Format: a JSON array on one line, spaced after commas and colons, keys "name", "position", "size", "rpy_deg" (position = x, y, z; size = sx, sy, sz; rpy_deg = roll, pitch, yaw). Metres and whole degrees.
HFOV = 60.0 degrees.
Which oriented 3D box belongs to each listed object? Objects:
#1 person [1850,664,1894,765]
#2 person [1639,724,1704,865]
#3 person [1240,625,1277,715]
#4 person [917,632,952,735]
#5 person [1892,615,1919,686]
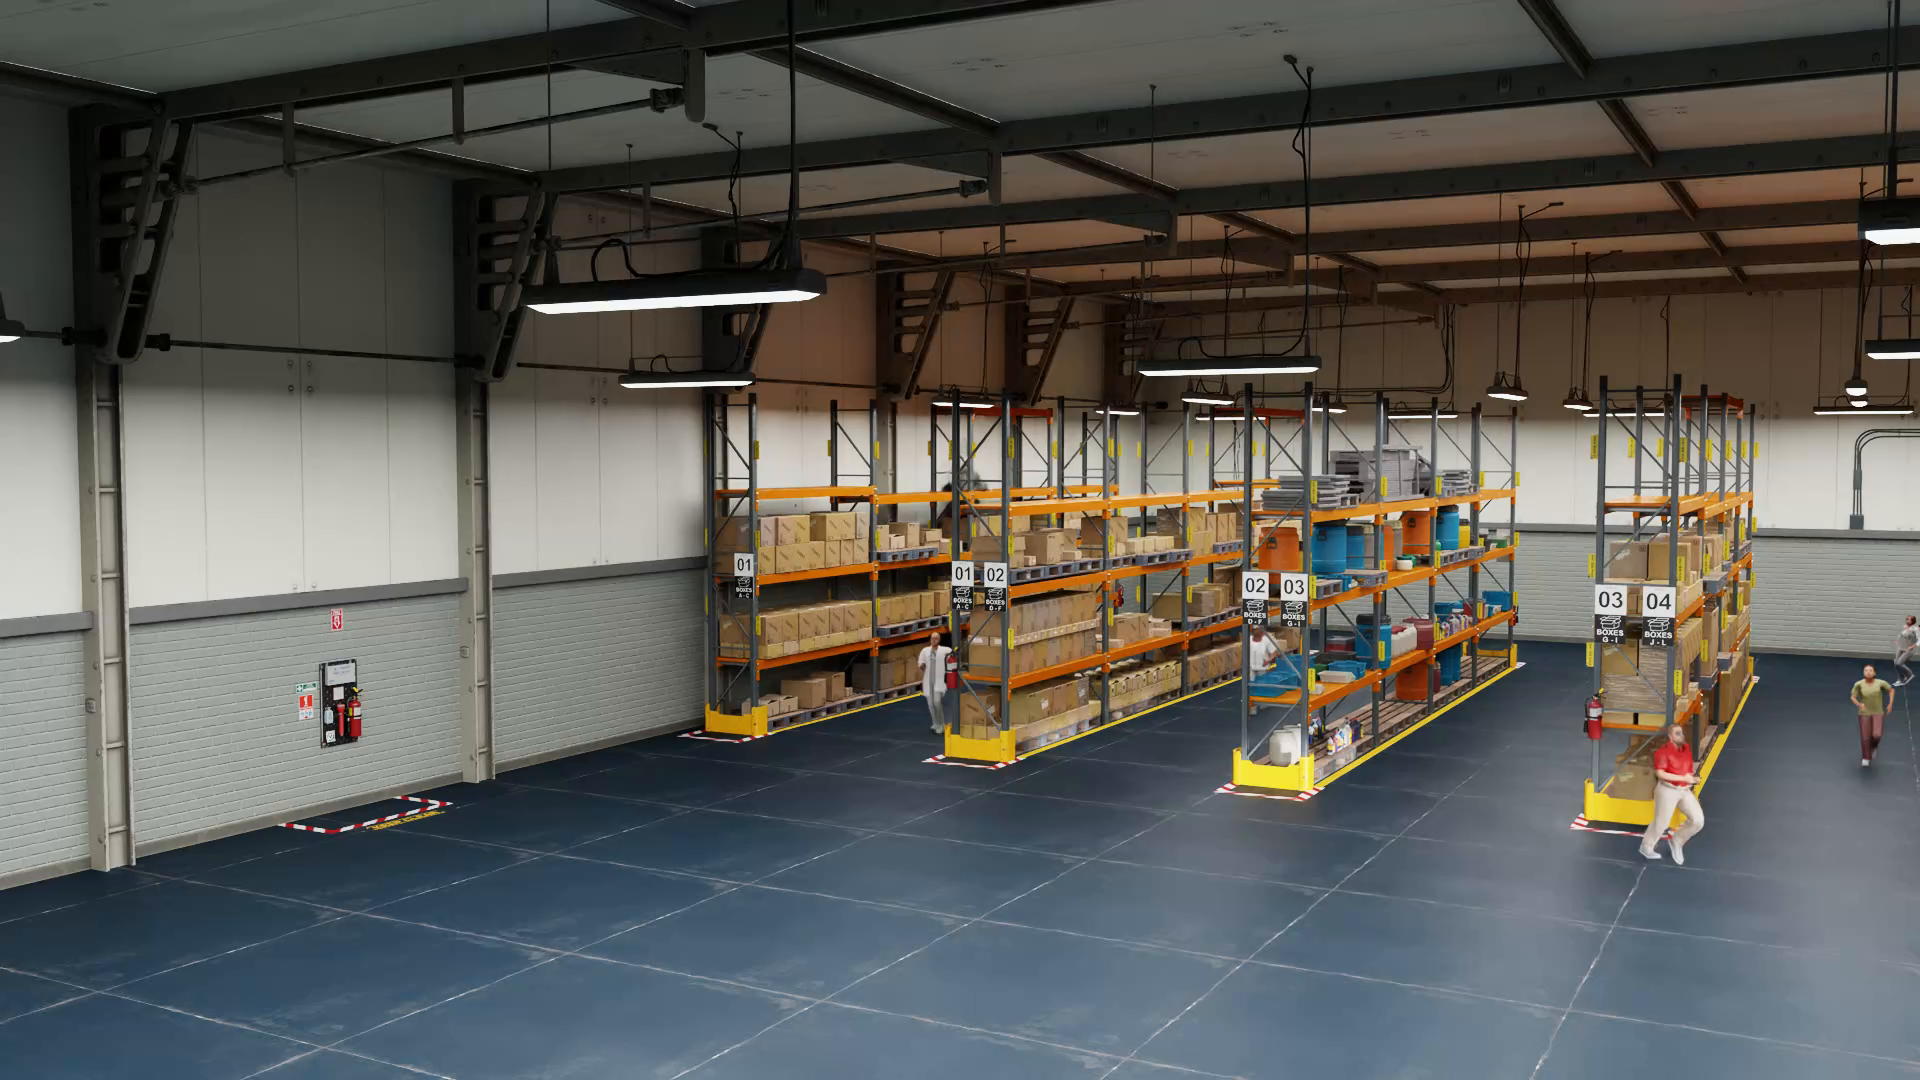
[{"name": "person", "position": [14.402, 2.772, 26.275], "size": [0.599, 1.627, 0.667], "rpy_deg": [2, 4, 31]}, {"name": "person", "position": [8.627, 3.060, 20.030], "size": [0.681, 1.705, 0.859], "rpy_deg": [-1, 3, -19]}, {"name": "person", "position": [5.634, 2.434, 31.502], "size": [0.730, 1.738, 0.715], "rpy_deg": [1, 3, 22]}, {"name": "person", "position": [-0.444, 2.541, 29.361], "size": [0.687, 1.805, 0.734], "rpy_deg": [1, 3, 19]}, {"name": "person", "position": [19.996, 2.341, 35.108], "size": [0.460, 1.545, 0.610], "rpy_deg": [-1, 3, -13]}]
